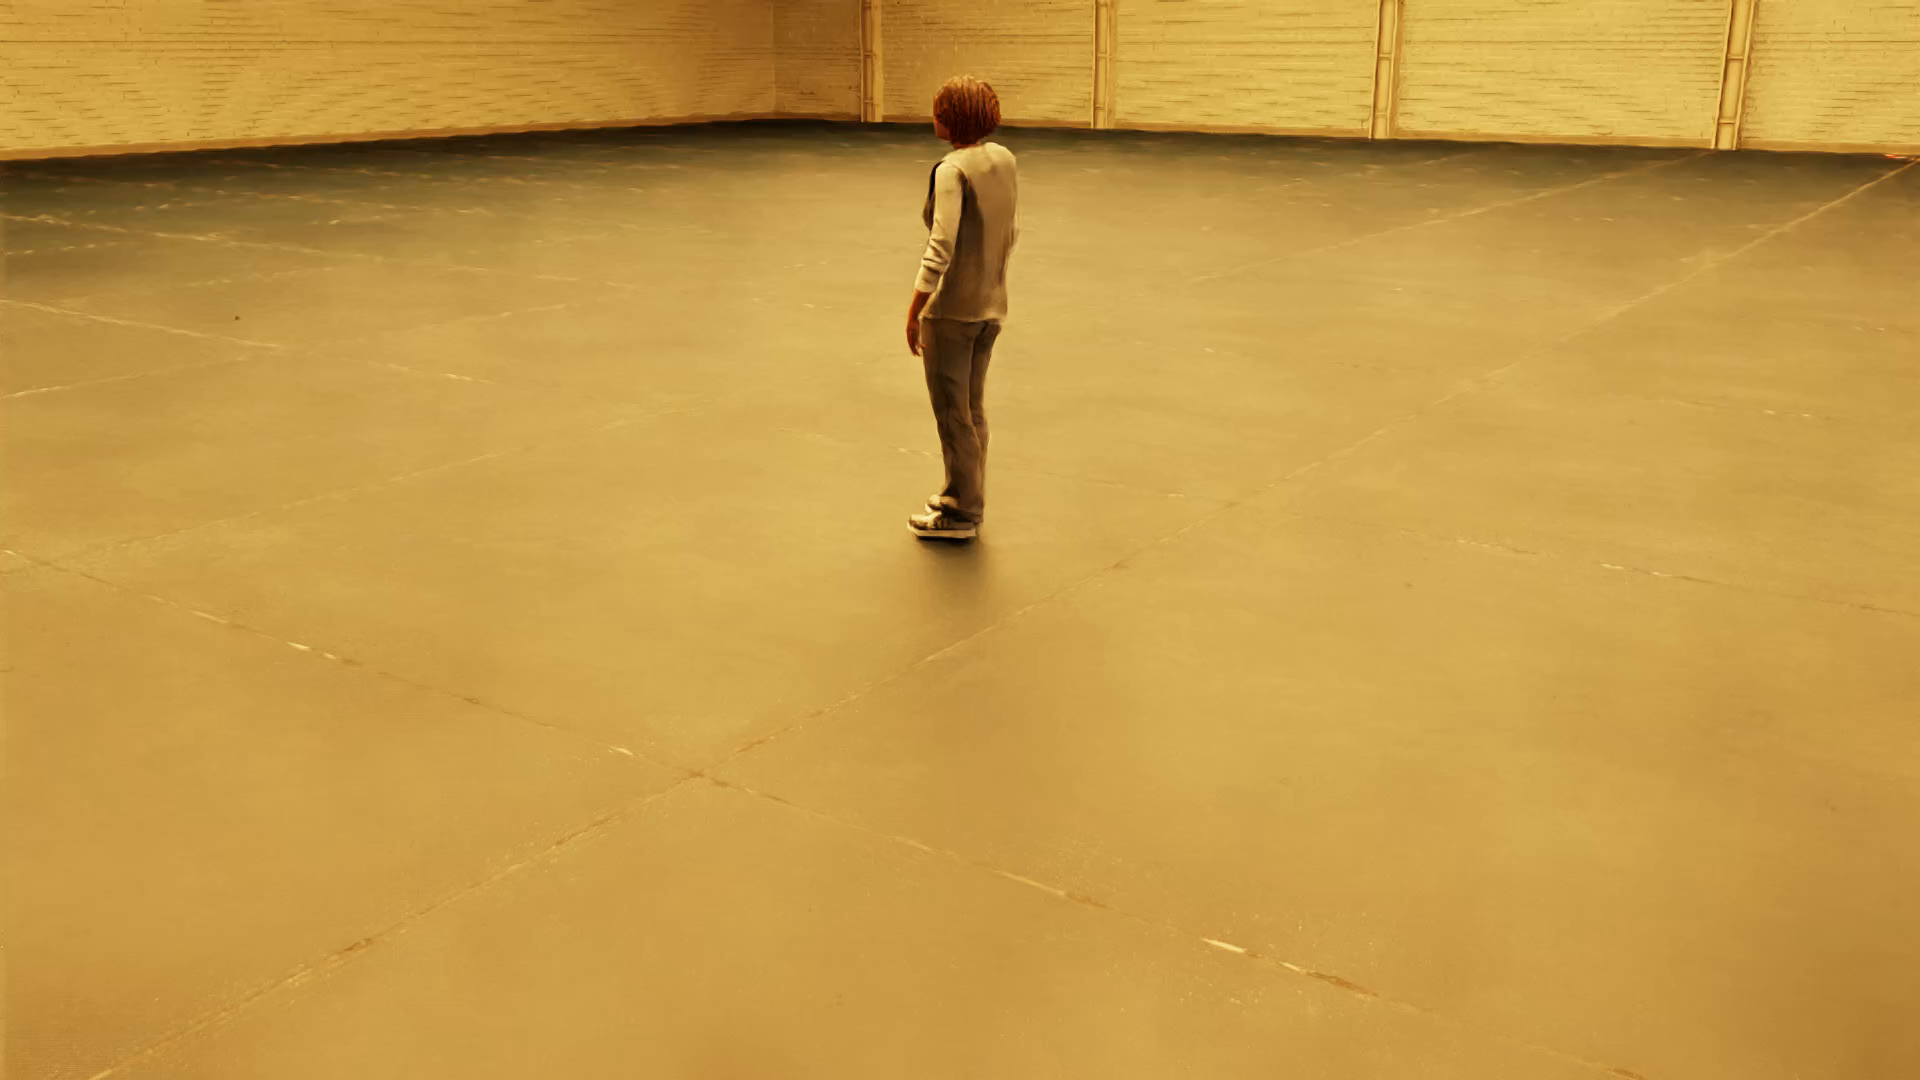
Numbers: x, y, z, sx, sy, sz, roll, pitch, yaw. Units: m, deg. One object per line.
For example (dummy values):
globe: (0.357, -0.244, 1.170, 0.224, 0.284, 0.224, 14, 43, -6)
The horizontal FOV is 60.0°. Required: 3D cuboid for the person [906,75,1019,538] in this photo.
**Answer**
person: (-0.053, -0.787, 5.769, 0.474, 1.597, 0.521, 11, 20, 33)
